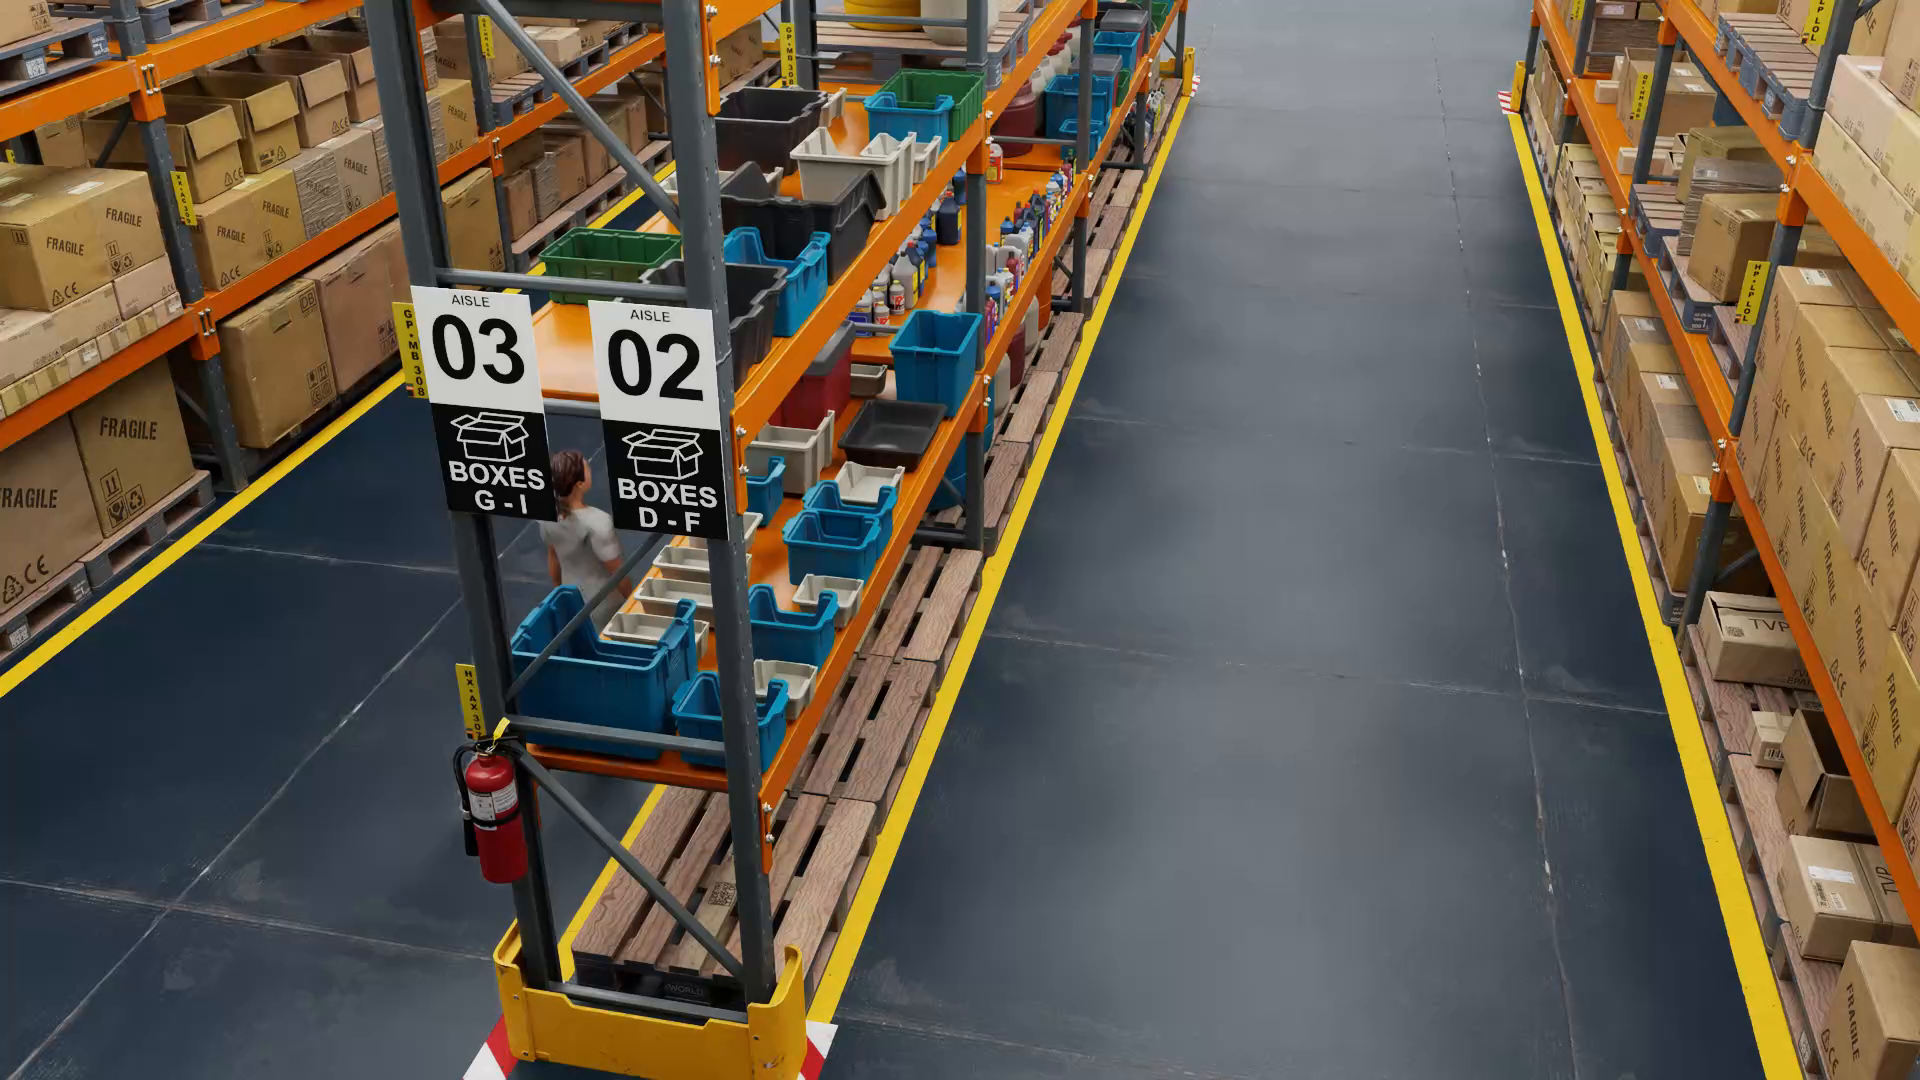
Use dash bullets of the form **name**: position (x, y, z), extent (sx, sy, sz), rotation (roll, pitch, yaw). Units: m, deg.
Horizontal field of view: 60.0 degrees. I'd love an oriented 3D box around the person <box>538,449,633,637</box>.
- **person**: position (-1.750, 0.281, 8.064), extent (0.472, 1.661, 0.500), rotation (16, 33, 27)
